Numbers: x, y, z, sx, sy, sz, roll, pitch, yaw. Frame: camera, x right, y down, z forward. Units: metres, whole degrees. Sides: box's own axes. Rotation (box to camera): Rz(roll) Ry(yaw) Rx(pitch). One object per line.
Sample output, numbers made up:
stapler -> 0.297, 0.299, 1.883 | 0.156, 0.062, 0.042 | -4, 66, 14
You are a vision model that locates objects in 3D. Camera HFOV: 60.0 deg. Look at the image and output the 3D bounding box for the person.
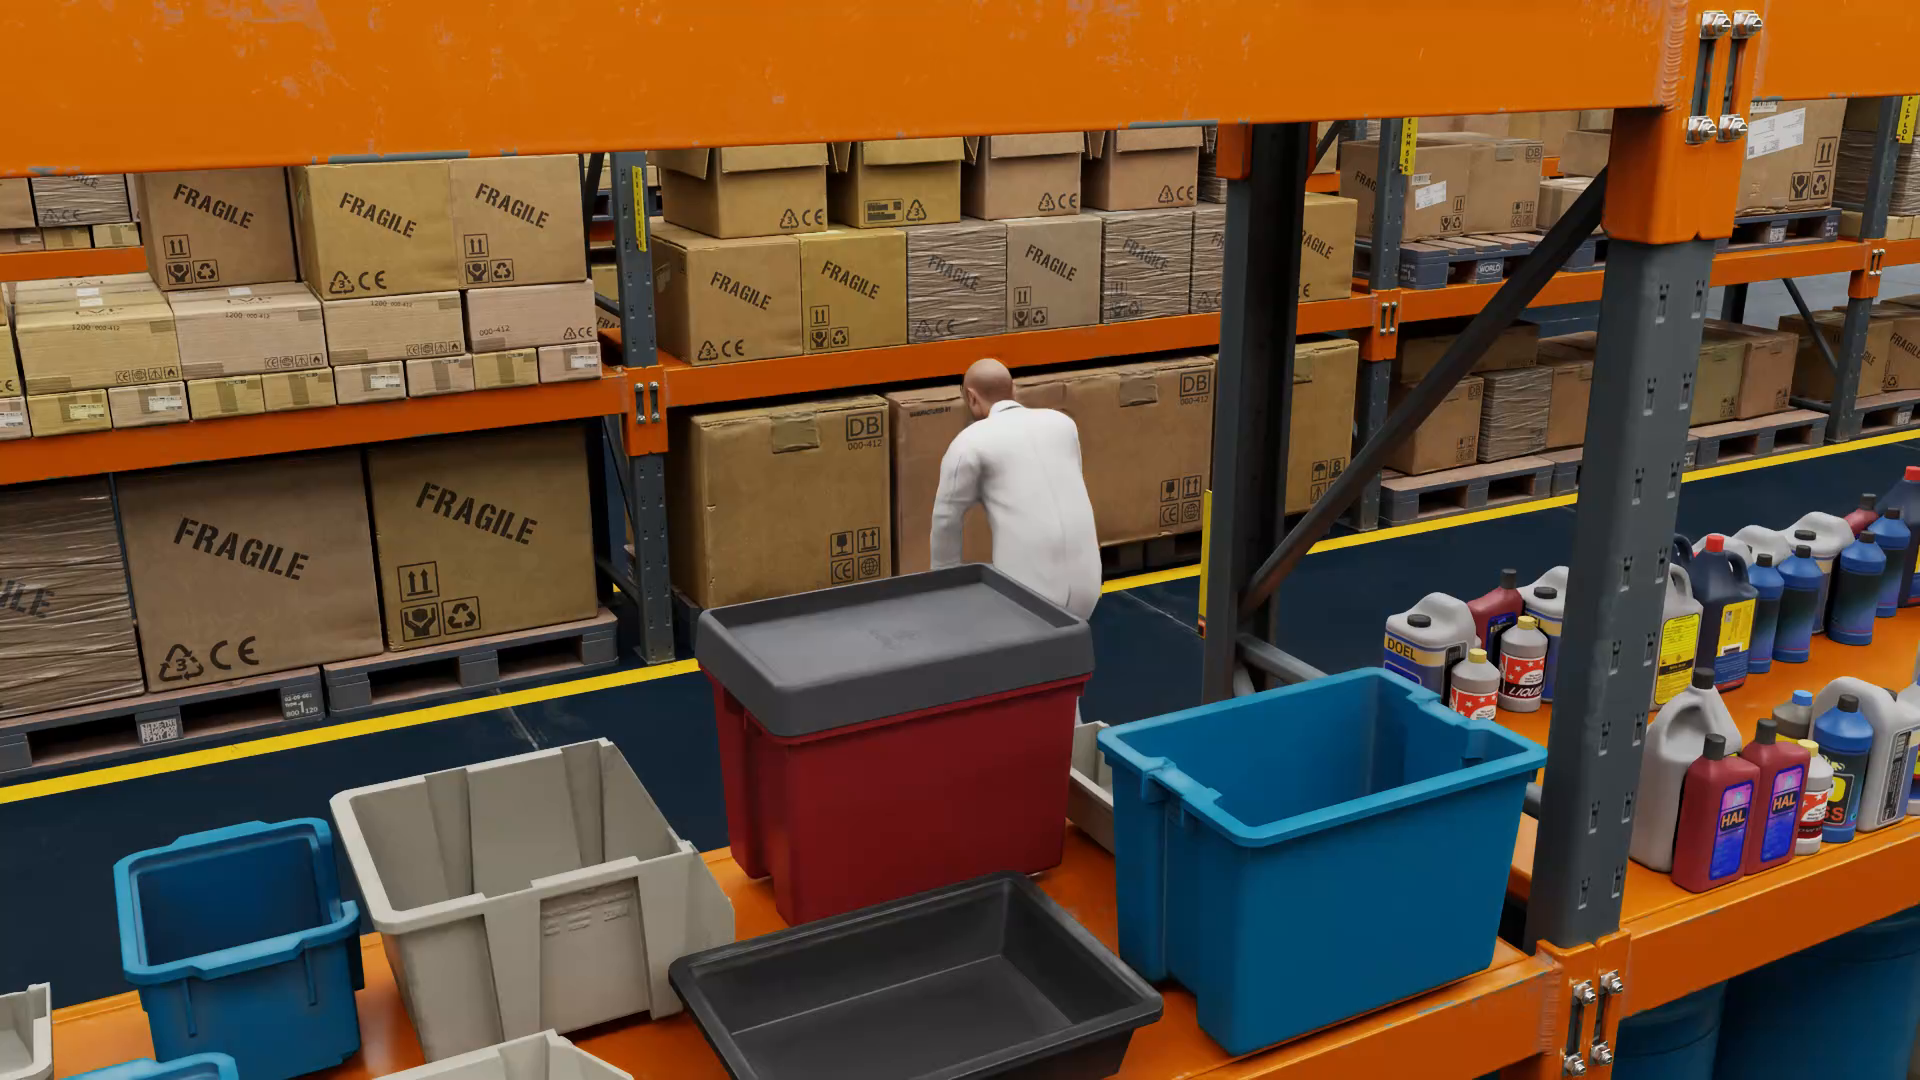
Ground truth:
person -> 0.208, 0.136, 6.081 | 0.628, 1.526, 0.635 | -9, 20, -26
